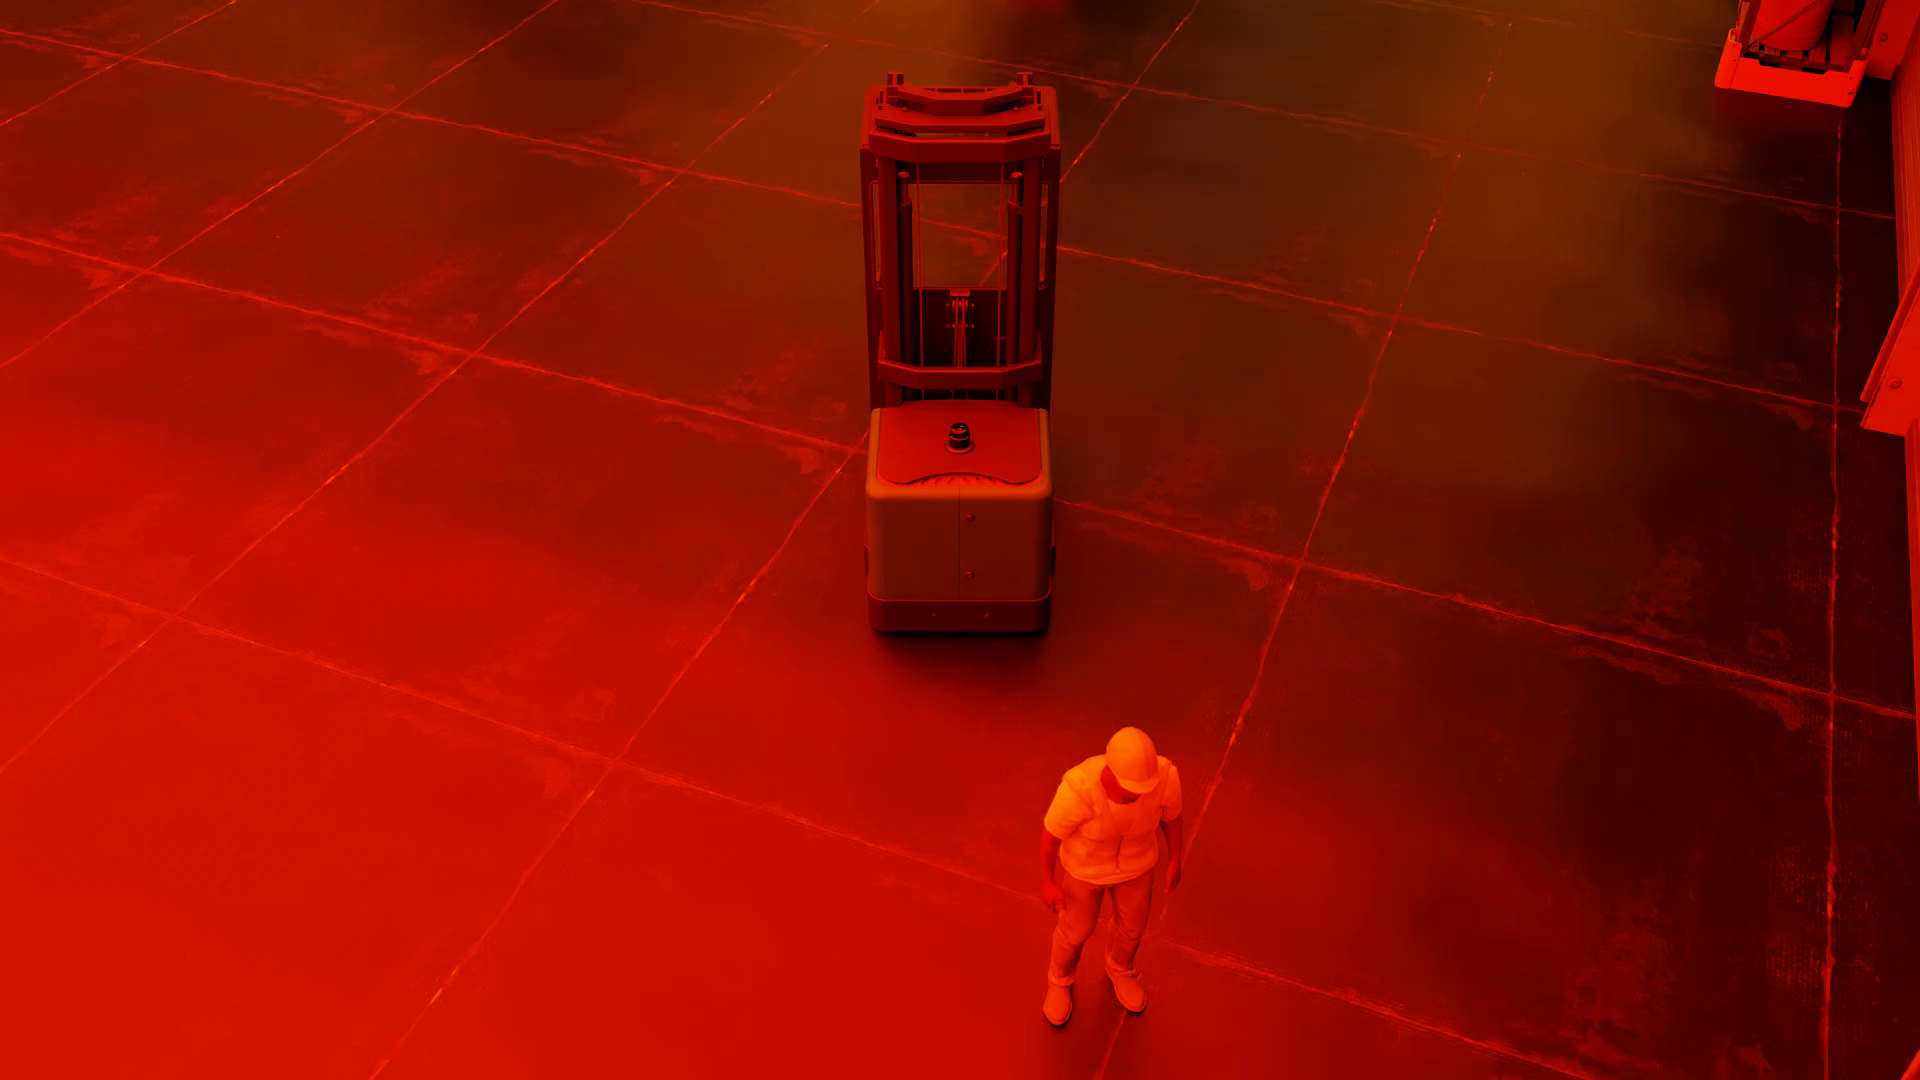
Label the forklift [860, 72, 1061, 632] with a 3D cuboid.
[{"bbox_3d":[0.002,-1.515,9.816,1.130,2.935,3.031,0,40,0],"label":"forklift"}]

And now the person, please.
[{"bbox_3d":[0.657,1.426,7.217,0.638,1.761,0.457,-8,41,-9],"label":"person"}]
